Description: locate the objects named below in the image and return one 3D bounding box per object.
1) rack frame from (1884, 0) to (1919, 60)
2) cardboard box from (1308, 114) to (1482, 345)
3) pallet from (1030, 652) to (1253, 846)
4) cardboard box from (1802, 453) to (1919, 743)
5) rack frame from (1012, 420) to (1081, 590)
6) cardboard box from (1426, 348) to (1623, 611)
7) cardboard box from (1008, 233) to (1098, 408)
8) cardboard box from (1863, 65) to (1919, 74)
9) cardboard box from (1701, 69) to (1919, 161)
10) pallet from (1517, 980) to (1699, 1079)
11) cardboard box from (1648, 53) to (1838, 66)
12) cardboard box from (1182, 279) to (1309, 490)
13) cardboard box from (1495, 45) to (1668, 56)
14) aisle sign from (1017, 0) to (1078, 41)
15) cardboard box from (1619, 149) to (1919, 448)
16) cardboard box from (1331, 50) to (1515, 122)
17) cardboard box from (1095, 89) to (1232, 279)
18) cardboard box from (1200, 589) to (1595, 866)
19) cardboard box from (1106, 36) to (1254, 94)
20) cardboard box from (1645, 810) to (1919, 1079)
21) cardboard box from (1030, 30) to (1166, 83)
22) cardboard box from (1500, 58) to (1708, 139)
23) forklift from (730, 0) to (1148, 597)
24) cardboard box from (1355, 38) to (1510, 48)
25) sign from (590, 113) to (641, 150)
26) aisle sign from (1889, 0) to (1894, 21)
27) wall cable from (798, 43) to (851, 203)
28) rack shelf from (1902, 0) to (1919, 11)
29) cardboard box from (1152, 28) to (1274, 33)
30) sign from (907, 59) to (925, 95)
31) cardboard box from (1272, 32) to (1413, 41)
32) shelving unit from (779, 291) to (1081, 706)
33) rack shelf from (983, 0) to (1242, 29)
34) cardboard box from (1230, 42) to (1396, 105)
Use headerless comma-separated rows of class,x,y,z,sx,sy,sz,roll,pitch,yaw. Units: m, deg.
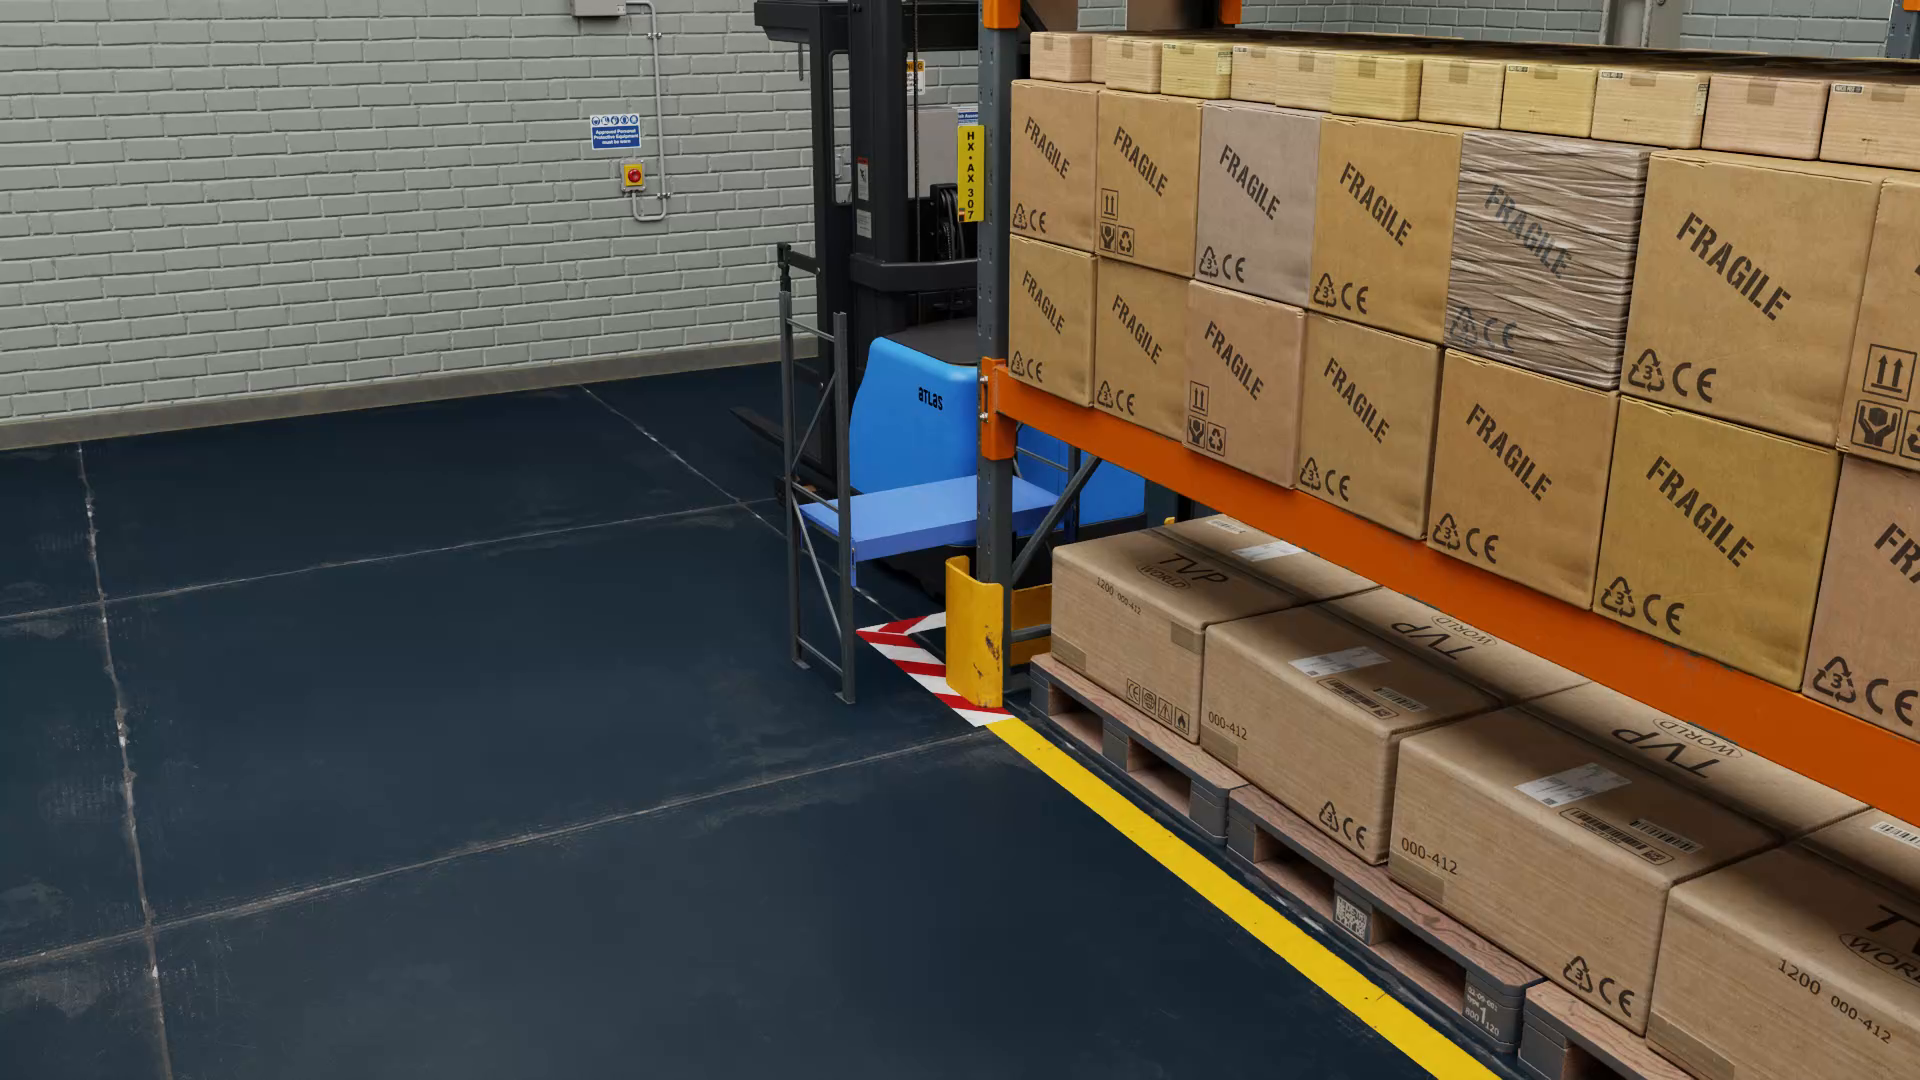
rack frame,4.896,-1.675,8.387,1.000,3.000,0.127,-10,21,-27
cardboard box,1.247,-0.806,4.183,0.500,0.500,0.500,-10,21,-26
pallet,0.978,0.631,5.980,1.003,0.211,1.213,-10,21,-27
cardboard box,1.983,0.102,3.083,0.500,0.500,0.500,-10,21,-26
rack frame,0.335,-0.322,6.766,0.032,1.500,0.500,-11,22,-29
cardboard box,1.483,-0.186,3.920,0.500,0.500,0.500,-10,22,-27
cardboard box,0.504,-0.770,5.611,0.500,0.500,0.500,-10,21,-27
cardboard box,2.149,-0.933,3.556,0.380,0.149,0.250,-10,21,-27
cardboard box,1.727,-0.858,3.338,0.380,0.149,0.250,-10,21,-27
pallet,2.136,1.331,3.950,1.003,0.211,1.213,-10,21,-27
cardboard box,1.856,-1.073,3.962,0.380,0.149,0.250,-10,21,-27
cardboard box,0.995,-0.480,4.771,0.500,0.500,0.500,-10,21,-27
cardboard box,1.638,-1.223,4.398,0.380,0.149,0.250,-9,21,-25
aisle sign,0.240,-2.110,5.661,0.394,0.787,0.004,-10,21,-27
cardboard box,1.728,-0.516,3.343,0.500,0.500,0.500,-10,22,-27
cardboard box,1.153,-1.135,4.142,0.380,0.149,0.250,-11,22,-28
cardboard box,0.758,-1.096,5.022,0.500,0.500,0.500,-11,22,-28
cardboard box,1.373,0.543,5.243,0.875,0.438,0.875,-9,21,-25
cardboard box,0.664,-1.430,4.997,0.380,0.149,0.250,-9,21,-25
cardboard box,2.225,1.059,3.748,0.875,0.438,0.875,-10,22,-27
cardboard box,0.454,-1.587,5.451,0.380,0.149,0.250,-9,21,-26
cardboard box,1.451,-0.999,3.748,0.380,0.149,0.250,-10,22,-28
forklift,-0.305,-1.563,8.168,1.130,2.935,3.031,-10,22,-28
cardboard box,1.359,-1.365,4.807,0.380,0.149,0.250,-10,22,-27
sign,-2.240,-2.658,10.821,0.327,0.218,0.001,-10,21,-27
aisle sign,4.605,-2.878,7.888,0.394,0.787,0.004,-10,21,-27
wall cable,-0.926,-3.223,11.317,0.588,1.984,0.122,-10,21,-27
rack shelf,5.845,-2.179,6.351,1.077,0.370,4.000,-10,21,-27
cardboard box,0.876,-1.660,5.662,0.380,0.149,0.250,-10,21,-26
sign,-0.398,-3.245,11.670,0.339,0.242,0.001,-10,21,-27
cardboard box,1.214,-1.529,5.284,0.380,0.149,0.250,-10,22,-27
shelving unit,-0.102,-0.238,6.520,1.048,1.500,0.538,-11,22,-29
rack shelf,1.479,-1.409,4.120,1.077,0.370,4.000,-10,21,-27
cardboard box,0.976,-1.290,4.591,0.380,0.149,0.250,-10,21,-26
